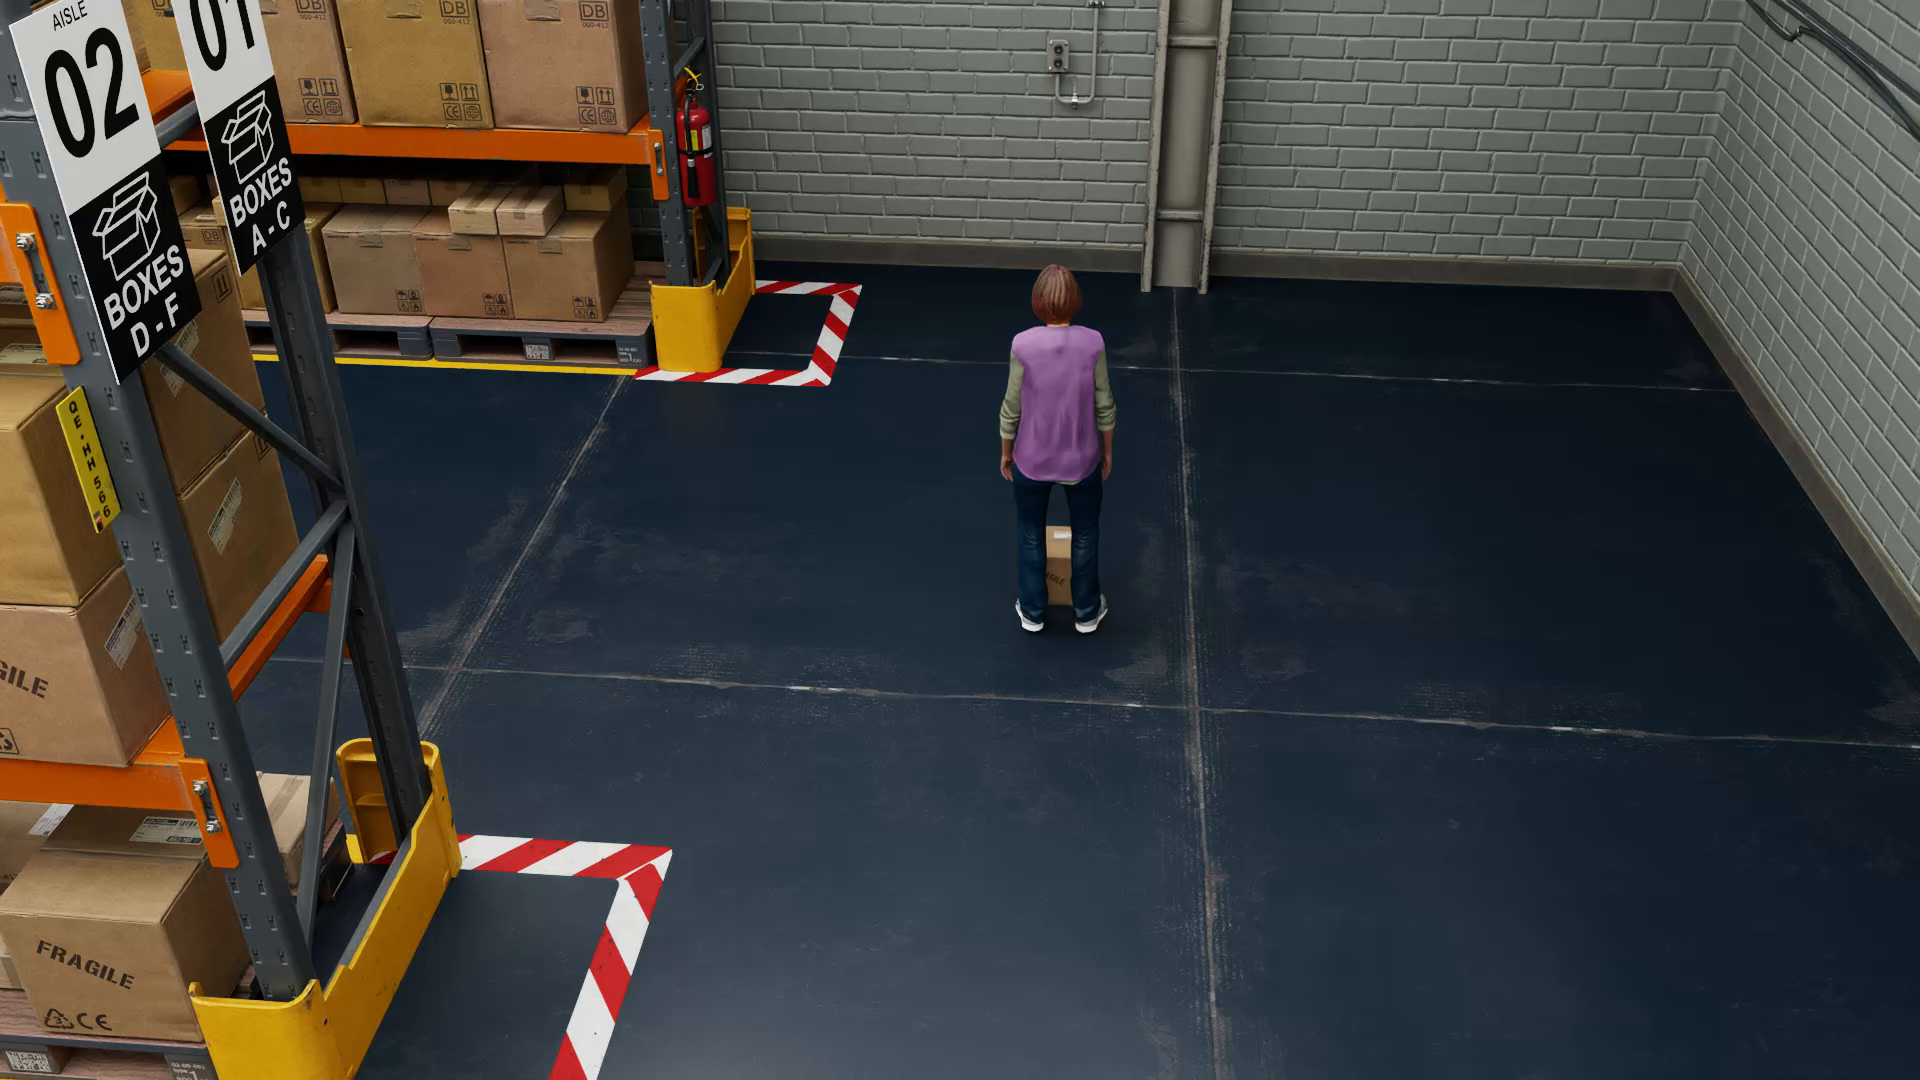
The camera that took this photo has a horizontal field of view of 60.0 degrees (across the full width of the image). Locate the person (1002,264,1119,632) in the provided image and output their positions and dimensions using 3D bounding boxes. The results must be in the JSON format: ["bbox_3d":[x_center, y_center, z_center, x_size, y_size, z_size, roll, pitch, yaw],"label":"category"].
[{"bbox_3d":[0.396,-0.327,6.661,0.460,1.593,0.344,3,33,4],"label":"person"}]
